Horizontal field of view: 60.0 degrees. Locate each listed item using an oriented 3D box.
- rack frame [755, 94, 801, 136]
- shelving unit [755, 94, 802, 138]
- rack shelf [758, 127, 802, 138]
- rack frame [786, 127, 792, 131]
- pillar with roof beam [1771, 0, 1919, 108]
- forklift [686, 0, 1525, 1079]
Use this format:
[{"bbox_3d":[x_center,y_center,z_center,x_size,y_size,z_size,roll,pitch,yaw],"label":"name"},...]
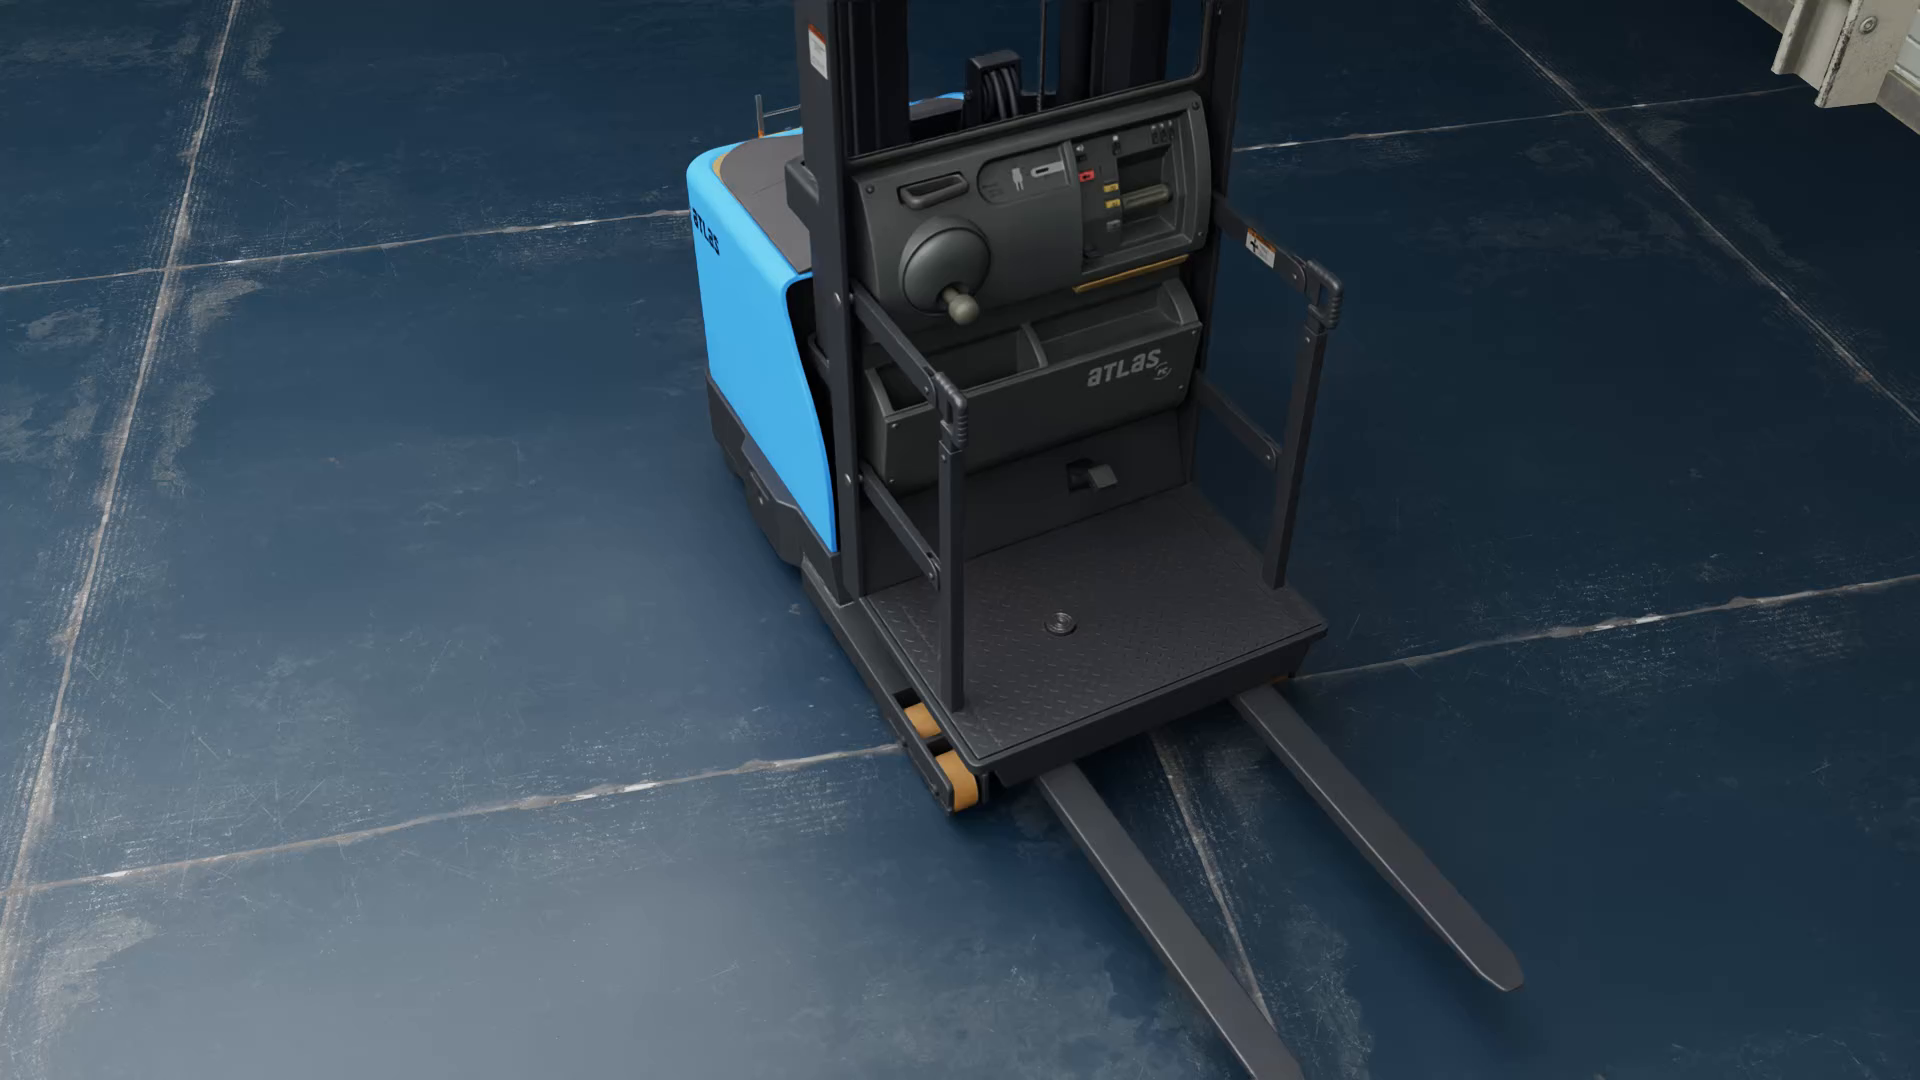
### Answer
[{"bbox_3d":[-0.556,-1.041,5.632,0.200,1.050,0.008,-19,45,-20],"label":"rack frame"},{"bbox_3d":[-0.500,-0.969,5.551,0.215,1.050,0.252,-19,45,-20],"label":"shelving unit"},{"bbox_3d":[-0.500,-1.173,5.369,0.215,0.259,0.240,-19,45,-20],"label":"rack shelf"},{"bbox_3d":[-0.444,-0.897,5.470,0.200,1.050,0.008,-19,45,-20],"label":"rack frame"},{"bbox_3d":[-0.254,-4.826,3.908,9.100,9.000,0.400,-8,42,-9],"label":"pillar with roof beam"},{"bbox_3d":[0.297,-0.714,3.847,1.130,2.935,3.031,-19,45,-20],"label":"forklift"}]
